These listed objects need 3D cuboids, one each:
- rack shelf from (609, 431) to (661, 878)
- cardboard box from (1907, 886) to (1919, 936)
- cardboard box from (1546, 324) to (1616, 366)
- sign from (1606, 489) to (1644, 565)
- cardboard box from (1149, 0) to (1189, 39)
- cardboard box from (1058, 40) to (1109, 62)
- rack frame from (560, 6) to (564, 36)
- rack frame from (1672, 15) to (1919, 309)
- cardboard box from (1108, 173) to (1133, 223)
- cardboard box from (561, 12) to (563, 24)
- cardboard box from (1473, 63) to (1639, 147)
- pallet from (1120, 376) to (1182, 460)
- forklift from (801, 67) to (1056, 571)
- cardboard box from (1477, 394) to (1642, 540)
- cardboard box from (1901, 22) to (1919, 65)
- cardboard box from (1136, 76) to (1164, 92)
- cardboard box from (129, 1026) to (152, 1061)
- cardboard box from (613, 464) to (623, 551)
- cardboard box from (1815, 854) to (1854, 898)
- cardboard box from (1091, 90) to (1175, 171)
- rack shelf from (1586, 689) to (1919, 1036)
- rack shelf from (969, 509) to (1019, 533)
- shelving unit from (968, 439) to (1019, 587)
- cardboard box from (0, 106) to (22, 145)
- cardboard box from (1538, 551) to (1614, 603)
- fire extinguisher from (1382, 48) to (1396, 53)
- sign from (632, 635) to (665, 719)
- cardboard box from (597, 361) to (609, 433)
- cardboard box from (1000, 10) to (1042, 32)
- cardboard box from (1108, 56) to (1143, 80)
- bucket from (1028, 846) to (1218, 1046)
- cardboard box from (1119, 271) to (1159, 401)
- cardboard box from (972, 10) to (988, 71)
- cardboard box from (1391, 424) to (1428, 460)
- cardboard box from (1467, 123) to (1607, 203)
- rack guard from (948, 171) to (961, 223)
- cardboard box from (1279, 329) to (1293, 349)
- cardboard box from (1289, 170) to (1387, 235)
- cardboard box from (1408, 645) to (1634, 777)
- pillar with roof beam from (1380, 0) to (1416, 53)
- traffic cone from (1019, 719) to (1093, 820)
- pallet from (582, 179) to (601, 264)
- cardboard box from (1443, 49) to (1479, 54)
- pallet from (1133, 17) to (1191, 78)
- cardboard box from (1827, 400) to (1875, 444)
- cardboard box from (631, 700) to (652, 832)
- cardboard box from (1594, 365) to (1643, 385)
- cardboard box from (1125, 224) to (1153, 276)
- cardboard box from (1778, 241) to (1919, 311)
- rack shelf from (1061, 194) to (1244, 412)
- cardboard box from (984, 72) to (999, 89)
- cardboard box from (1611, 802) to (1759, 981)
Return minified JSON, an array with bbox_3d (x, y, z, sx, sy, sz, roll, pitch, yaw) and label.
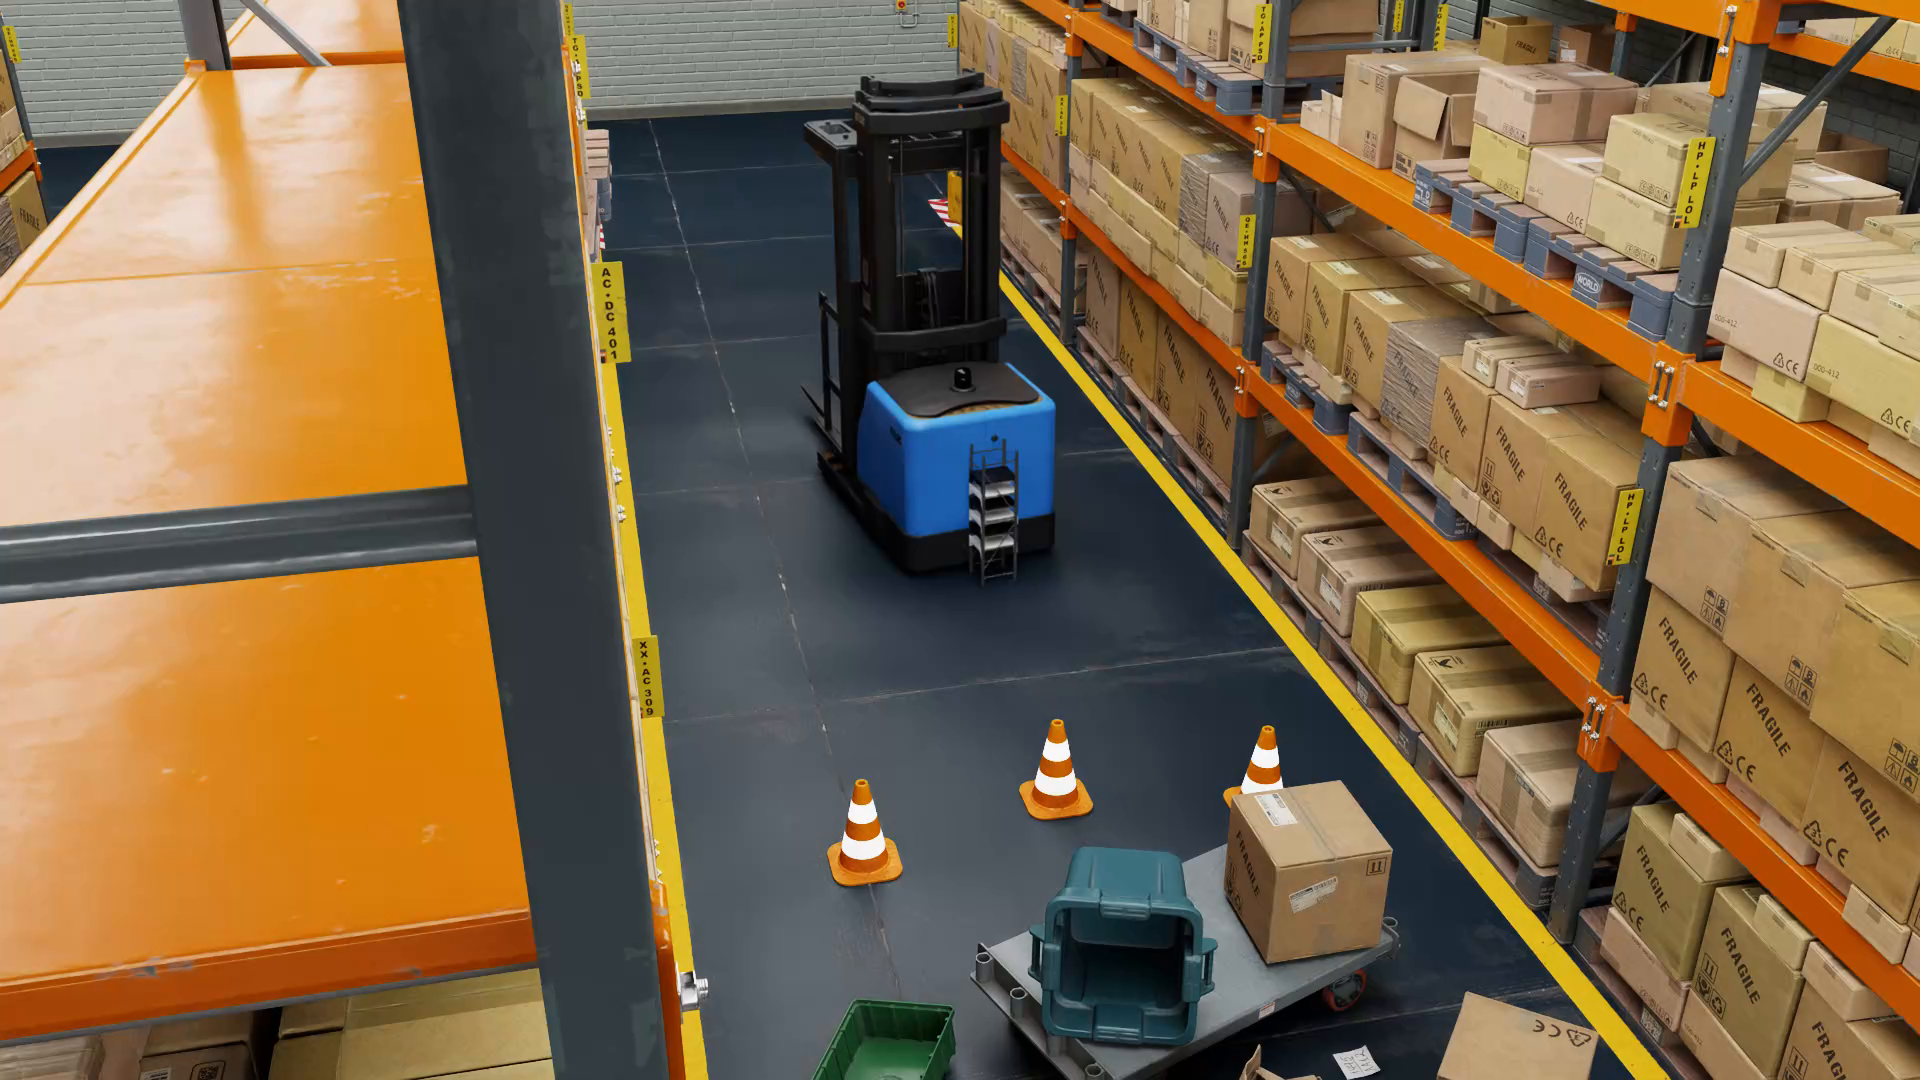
[{"bbox_3d":[-2.079,0.400,7.773,1.077,0.370,4.000,-6,27,-12],"label":"rack shelf"},{"bbox_3d":[3.369,1.114,5.120,0.500,0.500,0.500,-6,27,-11],"label":"cardboard box"},{"bbox_3d":[3.065,-0.953,8.029,0.380,0.149,0.250,-4,27,-9],"label":"cardboard box"},{"bbox_3d":[2.631,-0.049,6.580,0.100,0.325,0.005,-6,27,-12],"label":"sign"},{"bbox_3d":[1.590,-3.661,11.116,0.500,0.500,0.500,-6,27,-11],"label":"cardboard box"},{"bbox_3d":[1.035,-4.112,13.974,0.380,0.149,0.250,-5,27,-10],"label":"cardboard box"},{"bbox_3d":[-2.530,-3.477,7.999,1.000,3.000,0.127,-6,27,-12],"label":"rack frame"},{"bbox_3d":[3.171,-2.268,5.603,1.000,3.000,0.127,-6,27,-12],"label":"rack frame"},{"bbox_3d":[1.426,-2.586,12.503,0.500,0.250,0.500,-6,27,-11],"label":"cardboard box"},{"bbox_3d":[-2.637,-2.898,10.070,0.500,0.500,0.500,-6,27,-12],"label":"cardboard box"},{"bbox_3d":[2.665,-1.960,7.467,0.500,0.250,0.500,-6,27,-11],"label":"cardboard box"},{"bbox_3d":[1.894,-0.989,12.822,1.003,0.211,1.213,-6,27,-12],"label":"pallet"},{"bbox_3d":[-0.383,-1.755,11.322,1.130,2.935,3.031,-10,28,-19],"label":"forklift"},{"bbox_3d":[2.731,-0.352,7.558,0.500,0.500,0.500,-6,27,-11],"label":"cardboard box"},{"bbox_3d":[6.753,-3.324,11.192,0.500,0.250,0.500,-7,28,-13],"label":"cardboard box"},{"bbox_3d":[1.714,-3.422,13.327,0.500,0.500,0.500,-5,27,-10],"label":"cardboard box"},{"bbox_3d":[-1.246,0.562,2.141,0.380,0.149,0.250,-5,27,-11],"label":"cardboard box"},{"bbox_3d":[-1.824,-0.010,7.676,0.500,0.500,0.500,-6,27,-11],"label":"cardboard box"},{"bbox_3d":[3.239,1.138,5.791,0.380,0.149,0.250,-6,27,-12],"label":"cardboard box"},{"bbox_3d":[1.329,-3.150,12.788,0.500,0.500,0.500,-6,27,-12],"label":"cardboard box"},{"bbox_3d":[3.622,1.609,5.378,1.077,0.370,4.000,-6,27,-12],"label":"rack shelf"},{"bbox_3d":[0.210,-0.137,10.443,0.258,0.077,0.200,-10,28,-19],"label":"rack shelf"},{"bbox_3d":[0.210,-0.167,10.428,0.258,0.900,0.210,-10,28,-19],"label":"shelving unit"},{"bbox_3d":[-8.820,-3.732,14.997,0.500,0.250,0.500,-6,27,-12],"label":"cardboard box"},{"bbox_3d":[2.787,0.137,7.309,0.380,0.149,0.250,-6,27,-11],"label":"cardboard box"},{"bbox_3d":[4.819,-5.180,18.531,0.296,0.674,0.183,-6,27,-12],"label":"fire extinguisher"},{"bbox_3d":[-1.088,0.478,5.771,0.100,0.325,0.005,-6,27,-12],"label":"sign"},{"bbox_3d":[-1.006,-0.285,3.820,0.380,0.149,0.250,-6,27,-11],"label":"cardboard box"},{"bbox_3d":[0.586,-4.770,15.277,0.380,0.149,0.250,-7,28,-13],"label":"cardboard box"},{"bbox_3d":[1.497,-3.827,14.128,0.500,0.500,0.500,-6,27,-11],"label":"cardboard box"},{"bbox_3d":[0.648,1.565,6.612,0.726,0.611,0.620,3,17,6],"label":"bucket"},{"bbox_3d":[1.797,-1.681,12.990,0.875,0.875,0.875,-5,27,-10],"label":"cardboard box"},{"bbox_3d":[0.421,-4.883,16.222,0.500,0.500,0.500,-7,28,-13],"label":"cardboard box"},{"bbox_3d":[2.479,-0.545,8.661,0.380,0.149,0.250,-5,27,-10],"label":"cardboard box"},{"bbox_3d":[2.676,-1.738,7.582,0.500,0.250,0.500,-6,27,-11],"label":"cardboard box"},{"bbox_3d":[0.462,-3.753,17.976,1.175,0.500,0.348,-6,27,-12],"label":"rack guard"},{"bbox_3d":[2.162,-1.260,10.076,0.380,0.149,0.250,-8,28,-15],"label":"cardboard box"},{"bbox_3d":[2.397,-2.078,10.665,0.500,0.500,0.500,-7,28,-13],"label":"cardboard box"},{"bbox_3d":[2.885,0.850,8.533,0.950,0.372,0.625,-4,27,-8],"label":"cardboard box"},{"bbox_3d":[1.378,-8.880,18.703,9.100,9.000,0.400,-6,27,-12],"label":"pillar with roof beam"},{"bbox_3d":[0.488,1.115,8.375,0.336,0.463,0.334,-6,27,-12],"label":"traffic cone"},{"bbox_3d":[-2.078,-1.286,7.196,1.003,0.211,1.213,-5,27,-9],"label":"pallet"},{"bbox_3d":[5.256,-4.982,17.474,0.500,0.250,0.500,-6,27,-11],"label":"cardboard box"},{"bbox_3d":[1.818,-3.369,11.322,1.003,0.211,1.213,-5,27,-9],"label":"pallet"},{"bbox_3d":[3.171,-0.437,5.583,0.380,0.149,0.250,-6,27,-12],"label":"cardboard box"},{"bbox_3d":[-0.662,0.386,2.491,0.380,0.149,0.250,-6,27,-11],"label":"cardboard box"},{"bbox_3d":[3.134,-0.628,8.105,0.500,0.500,0.500,-6,27,-12],"label":"cardboard box"},{"bbox_3d":[1.532,-2.141,12.176,0.500,0.250,0.500,-6,27,-12],"label":"cardboard box"},{"bbox_3d":[3.011,-0.890,5.596,0.380,0.149,0.250,-5,27,-10],"label":"cardboard box"},{"bbox_3d":[1.819,-1.903,12.336,1.077,0.370,4.000,-6,27,-12],"label":"rack shelf"},{"bbox_3d":[0.534,-4.218,16.014,0.500,0.500,0.500,-6,27,-12],"label":"cardboard box"},{"bbox_3d":[3.041,1.402,6.744,0.500,0.500,0.500,-5,27,-9],"label":"cardboard box"}]
